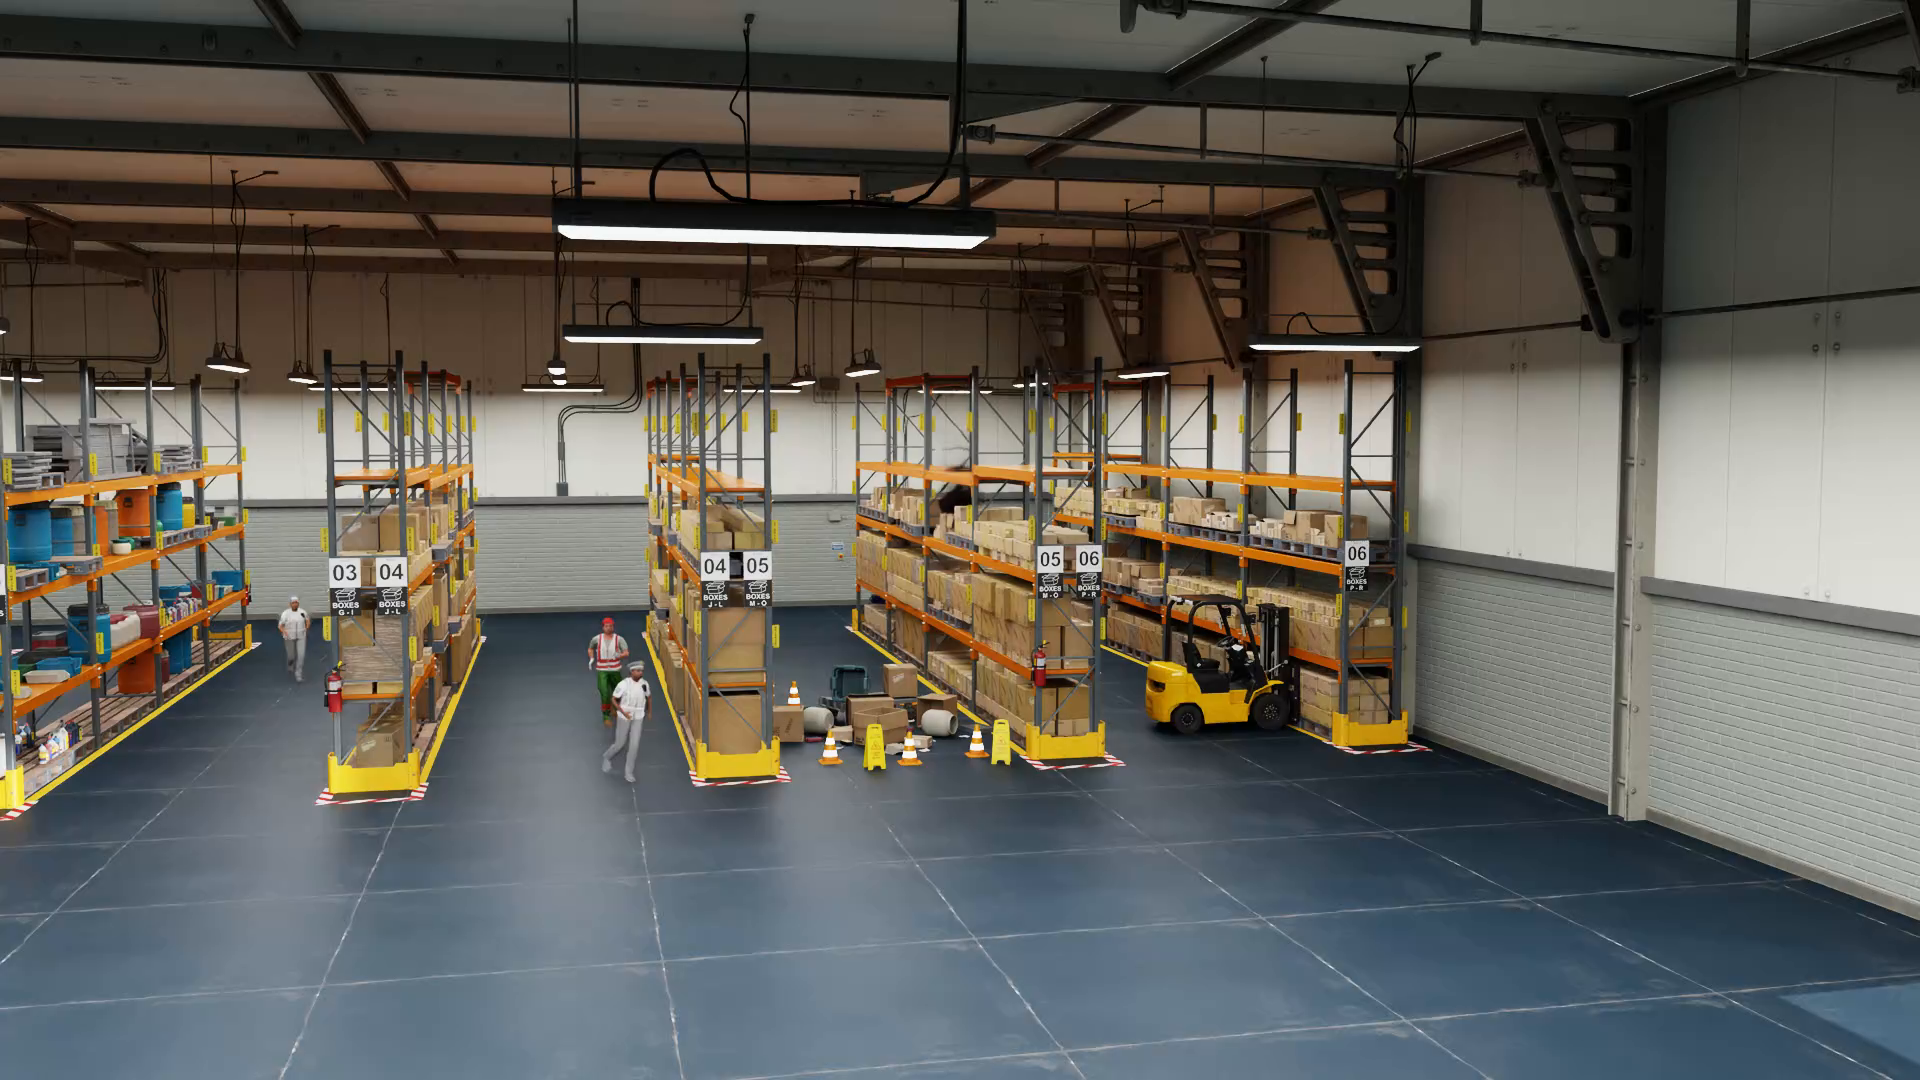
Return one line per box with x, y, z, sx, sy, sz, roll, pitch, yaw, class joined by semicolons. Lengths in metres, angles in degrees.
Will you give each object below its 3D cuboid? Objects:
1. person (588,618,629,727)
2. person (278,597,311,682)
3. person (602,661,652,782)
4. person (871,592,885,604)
-5.844;2.175;27.676;0.666;1.768;0.979;-1;4;-13;person
-13.009;1.931;32.558;0.608;1.647;0.739;-2;5;-30;person
-4.663;2.534;23.614;0.672;1.666;0.785;-3;5;-34;person
-1.997;1.309;41.851;0.658;1.689;0.680;1;4;14;person
